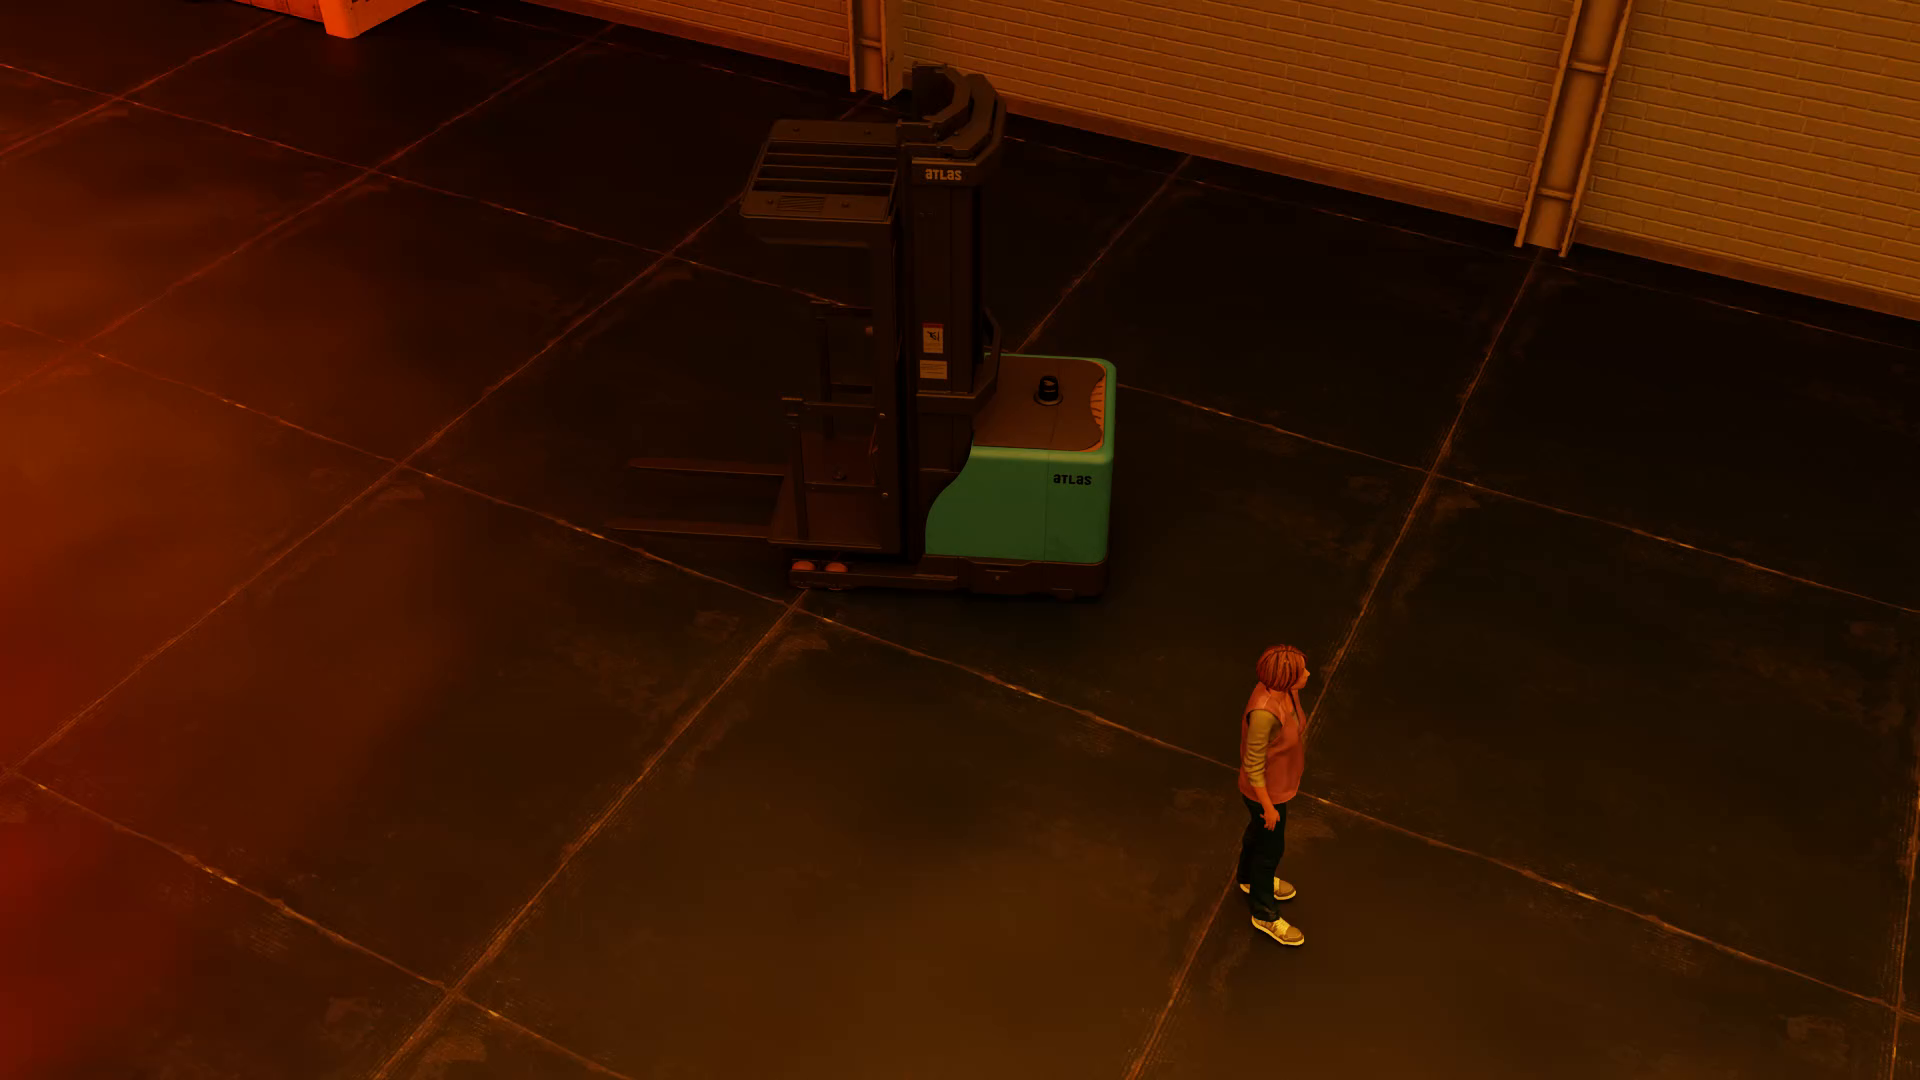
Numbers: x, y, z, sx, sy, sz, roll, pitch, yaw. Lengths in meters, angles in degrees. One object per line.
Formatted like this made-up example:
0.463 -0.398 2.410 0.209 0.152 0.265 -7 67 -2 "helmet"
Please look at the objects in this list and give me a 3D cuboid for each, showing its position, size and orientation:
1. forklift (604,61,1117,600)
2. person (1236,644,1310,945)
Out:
-0.606 -1.157 9.360 3.031 2.935 1.130 3 40 4 "forklift"
1.502 1.142 7.666 0.474 1.583 0.521 14 42 16 "person"
